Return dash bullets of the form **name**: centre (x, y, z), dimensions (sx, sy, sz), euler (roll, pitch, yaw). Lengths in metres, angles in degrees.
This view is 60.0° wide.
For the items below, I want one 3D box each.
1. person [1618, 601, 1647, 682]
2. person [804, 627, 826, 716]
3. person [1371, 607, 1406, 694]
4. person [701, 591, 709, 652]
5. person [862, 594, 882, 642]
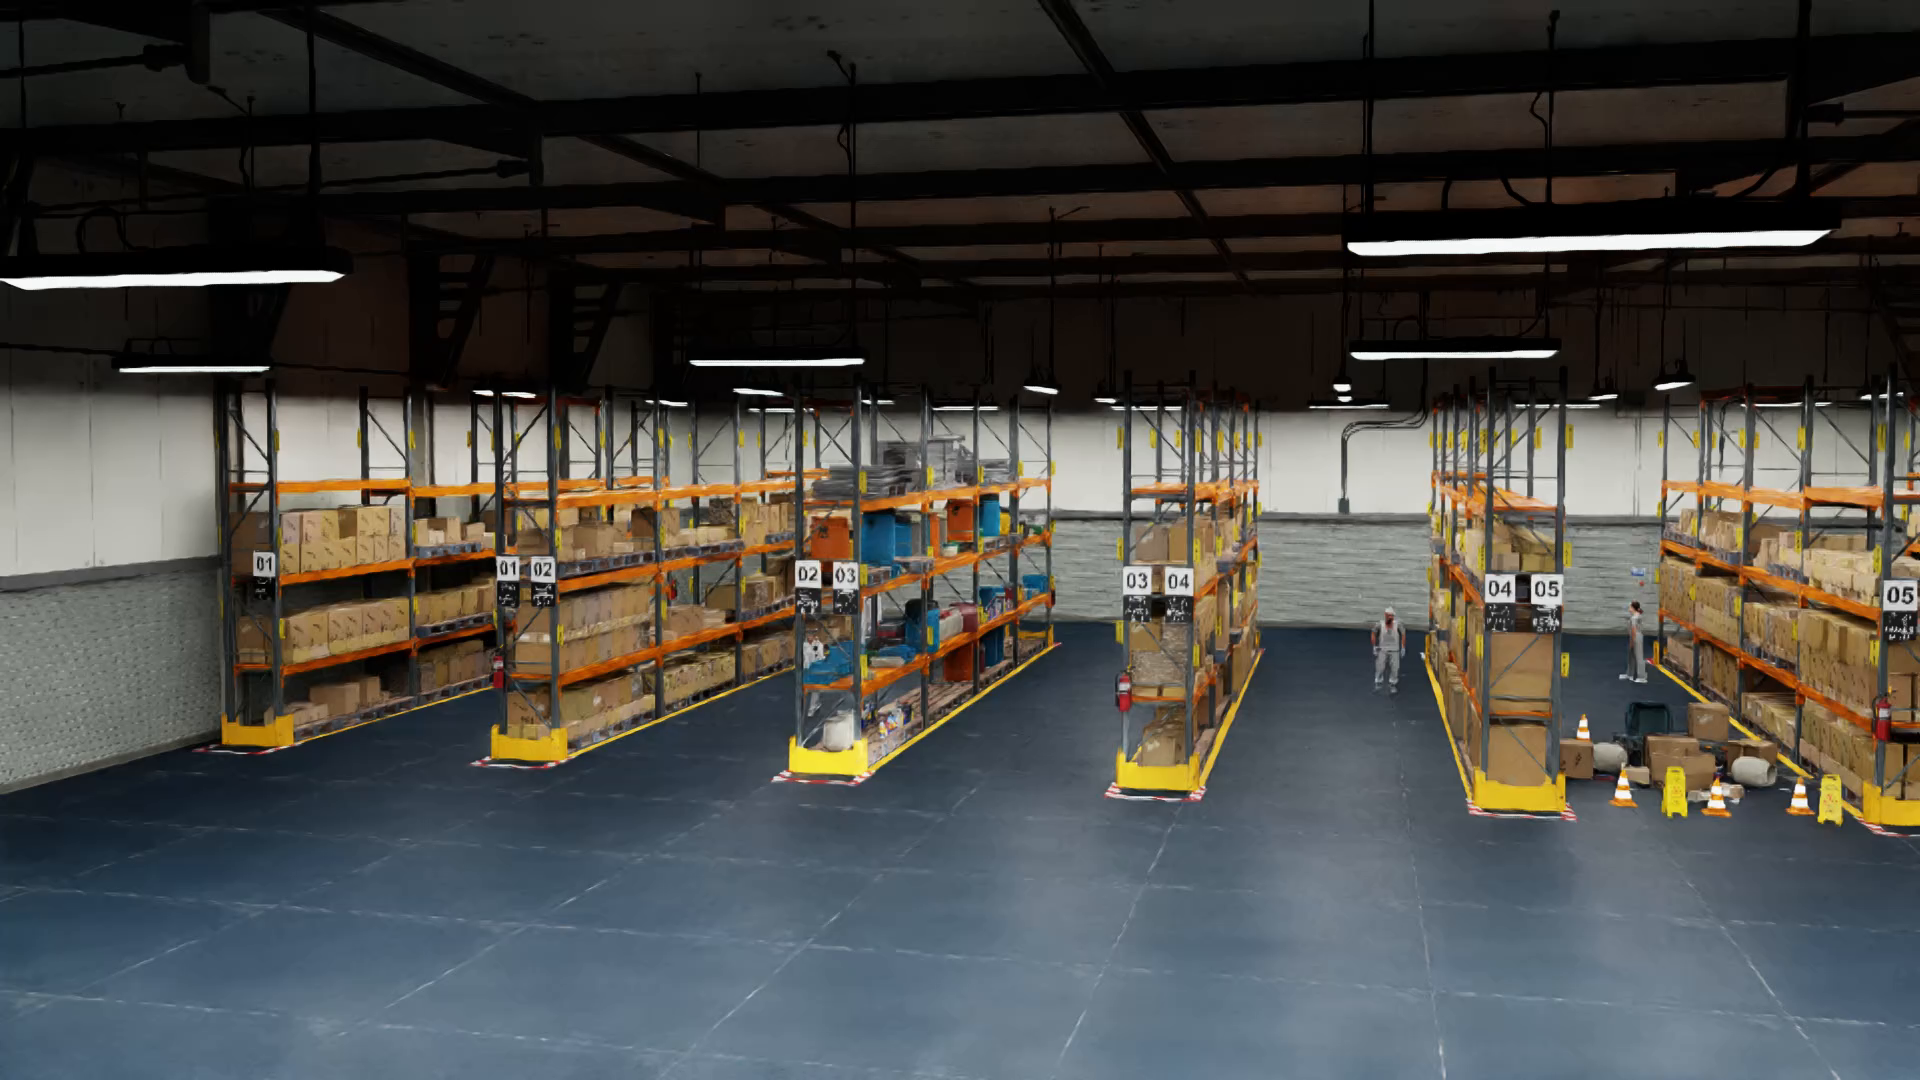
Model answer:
- **person**: centre (13.959, 2.084, 34.451), dimensions (0.574, 1.665, 0.591), euler (2, 4, 25)
- **person**: centre (-2.709, 2.374, 30.309), dimensions (0.495, 1.574, 1.086), euler (1, 4, 15)
- **person**: centre (8.426, 2.178, 32.713), dimensions (0.677, 1.742, 0.551), euler (1, 4, 12)
- **person**: centre (-5.704, 1.935, 37.559), dimensions (0.495, 1.589, 1.086), euler (1, 4, 16)
- **person**: centre (-2.088, 1.834, 38.497), dimensions (0.588, 1.682, 1.193), euler (1, 3, 11)
